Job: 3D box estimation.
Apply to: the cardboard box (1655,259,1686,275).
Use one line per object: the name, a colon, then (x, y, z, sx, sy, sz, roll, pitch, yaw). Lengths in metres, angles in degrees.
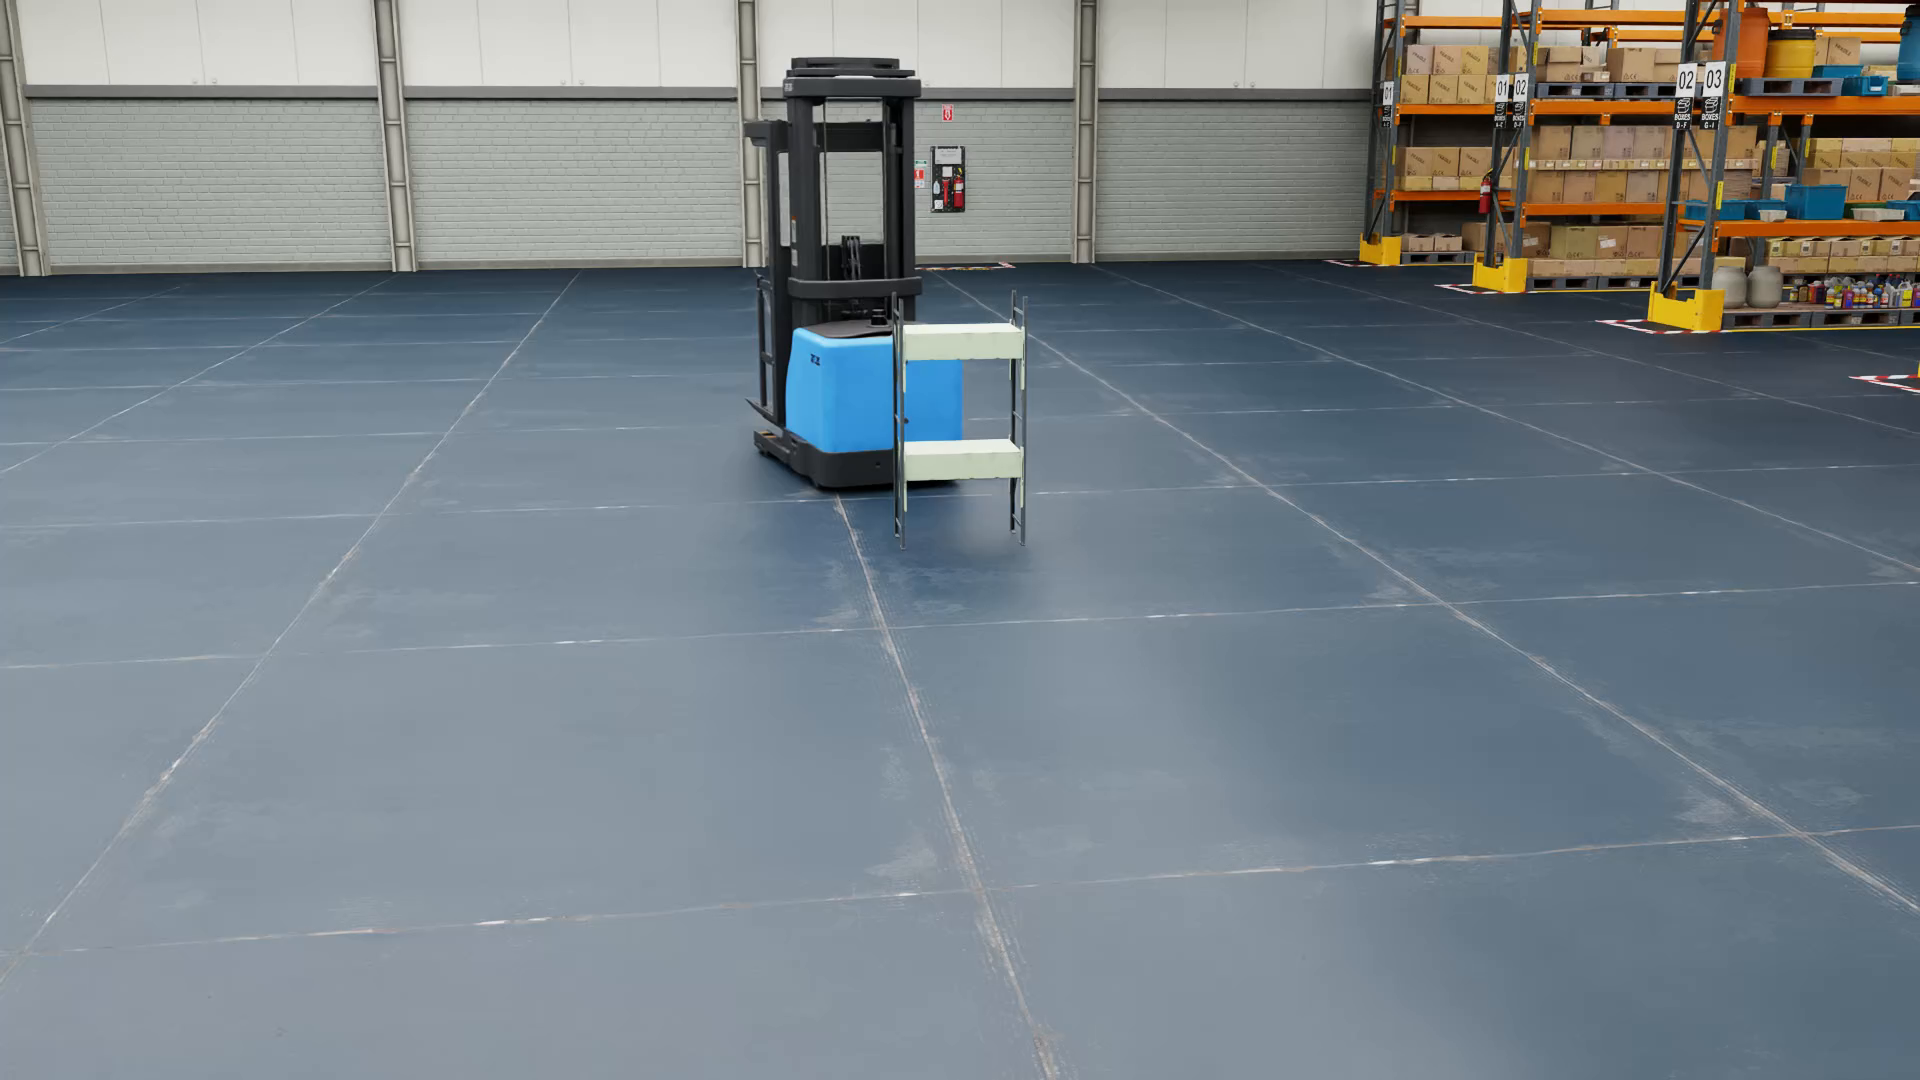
cardboard box: (10.905, -4.262, 25.841, 0.500, 0.250, 0.500, -2, 14, -8)

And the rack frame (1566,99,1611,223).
rack frame: (11.577, -6.691, 30.734, 0.127, 3.000, 1.000, -2, 14, -8)

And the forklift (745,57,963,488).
forklift: (-0.962, -2.093, 12.542, 1.130, 2.935, 3.031, -5, 15, -20)

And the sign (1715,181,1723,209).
sign: (9.175, -4.164, 20.092, 0.005, 0.325, 0.100, -2, 14, -8)

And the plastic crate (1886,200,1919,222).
plastic crate: (11.999, -4.130, 20.830, 0.616, 0.251, 0.499, -2, 14, -8)

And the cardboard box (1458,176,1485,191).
cardboard box: (9.168, -6.463, 30.094, 0.500, 0.250, 0.500, -2, 14, -9)

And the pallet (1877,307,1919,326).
pallet: (12.383, -2.941, 21.514, 1.213, 0.211, 1.003, -2, 14, -8)

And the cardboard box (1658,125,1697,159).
cardboard box: (10.886, -6.123, 25.597, 0.500, 0.500, 0.700, -2, 14, -8)

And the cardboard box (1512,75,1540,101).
cardboard box: (10.070, -8.082, 29.867, 0.500, 0.500, 0.500, -3, 14, -11)

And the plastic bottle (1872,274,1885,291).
plastic bottle: (12.007, -3.300, 21.755, 0.185, 0.351, 0.144, -3, 14, -11)

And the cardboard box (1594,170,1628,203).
cardboard box: (9.838, -5.453, 25.595, 0.500, 0.500, 0.700, -2, 14, -8)

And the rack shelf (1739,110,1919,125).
rack shelf: (14.297, -6.678, 25.995, 4.000, 0.370, 1.077, -2, 14, -8)

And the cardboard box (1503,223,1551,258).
cardboard box: (8.850, -4.679, 25.960, 0.500, 0.500, 0.500, -2, 14, -8)

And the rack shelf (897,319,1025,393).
rack shelf: (-0.007, -1.106, 9.943, 0.720, 0.370, 0.431, -2, 14, -8)

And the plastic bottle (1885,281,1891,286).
plastic bottle: (12.068, -3.234, 21.655, 0.097, 0.271, 0.097, 0, 14, 0)

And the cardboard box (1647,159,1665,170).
cardboard box: (10.564, -5.745, 25.424, 0.250, 0.149, 0.380, -2, 14, -6)

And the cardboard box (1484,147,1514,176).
cardboard box: (9.649, -6.846, 30.078, 0.500, 0.500, 0.500, -2, 14, -7)

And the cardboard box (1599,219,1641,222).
cardboard box: (12.303, -5.722, 31.107, 0.500, 0.500, 0.700, -2, 14, -6)

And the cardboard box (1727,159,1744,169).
cardboard box: (11.837, -5.793, 25.614, 0.250, 0.149, 0.380, -2, 14, -9)

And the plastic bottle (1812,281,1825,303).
plastic bottle: (11.118, -3.207, 21.525, 0.133, 0.283, 0.061, -2, 14, -8)

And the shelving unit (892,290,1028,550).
shelving unit: (-0.007, -0.727, 10.038, 0.755, 1.500, 0.431, -2, 14, -8)

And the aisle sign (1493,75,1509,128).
aisle sign: (8.255, -6.683, 25.361, 0.004, 0.787, 0.394, -2, 14, -8)

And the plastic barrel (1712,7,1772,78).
plastic barrel: (9.559, -6.078, 20.378, 0.708, 0.830, 0.600, -2, 14, -8)

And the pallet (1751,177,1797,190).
pallet: (14.844, -6.691, 31.130, 1.003, 0.211, 1.213, -2, 14, -8)

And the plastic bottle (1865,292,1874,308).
plastic bottle: (11.473, -3.029, 20.982, 0.097, 0.201, 0.097, 0, 14, 0)

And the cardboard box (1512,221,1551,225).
cardboard box: (10.557, -5.644, 30.796, 0.500, 0.500, 0.500, -3, 14, -13)

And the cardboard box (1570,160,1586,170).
cardboard box: (9.291, -5.699, 25.240, 0.250, 0.149, 0.380, -2, 14, -8)

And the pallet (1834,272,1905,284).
pallet: (14.251, -4.228, 26.646, 1.213, 0.211, 1.003, -2, 14, -8)

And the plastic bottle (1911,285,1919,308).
plastic bottle: (12.115, -3.088, 21.048, 0.133, 0.283, 0.061, -1, 14, -5)

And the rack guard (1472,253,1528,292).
rack guard: (8.340, -4.141, 25.706, 0.348, 0.500, 1.175, -2, 14, -8)

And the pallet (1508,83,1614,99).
pallet: (9.067, -6.786, 25.128, 1.213, 0.211, 1.003, -2, 14, -8)

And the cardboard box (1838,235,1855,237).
cardboard box: (14.182, -4.780, 26.752, 0.500, 0.311, 0.500, -2, 14, -9)

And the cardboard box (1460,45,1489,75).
cardboard box: (9.048, -8.527, 29.586, 0.500, 0.500, 0.500, -2, 14, -7)

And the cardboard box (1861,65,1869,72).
cardboard box: (16.520, -8.616, 31.134, 0.500, 0.500, 0.700, -3, 14, -11)

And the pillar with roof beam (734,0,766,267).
pillar with roof beam: (-3.040, -8.219, 24.494, 0.400, 9.000, 9.100, -2, 14, -8)

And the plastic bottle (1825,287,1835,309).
plastic bottle: (10.937, -3.043, 20.895, 0.097, 0.271, 0.097, 0, 14, 0)

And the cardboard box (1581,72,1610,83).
cardboard box: (9.553, -6.959, 25.004, 0.250, 0.149, 0.380, -2, 14, -8)

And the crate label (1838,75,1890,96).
crate label: (10.998, -5.534, 20.261, 0.408, 0.251, 0.502, -2, 14, -8)

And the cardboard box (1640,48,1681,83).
cardboard box: (10.672, -7.247, 25.421, 0.637, 0.503, 0.797, -1, 14, -2)

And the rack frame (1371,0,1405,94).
rack frame: (7.622, -9.456, 29.426, 0.127, 3.000, 1.000, -2, 14, -8)

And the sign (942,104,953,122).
sign: (-0.220, -7.629, 29.712, 0.199, 0.298, 0.001, -2, 14, -8)

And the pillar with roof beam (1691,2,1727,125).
pillar with roof beam: (14.760, -8.871, 27.095, 0.400, 9.000, 9.100, -2, 14, -8)

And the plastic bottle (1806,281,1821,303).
plastic bottle: (11.102, -3.229, 21.628, 0.135, 0.276, 0.152, -2, 14, -8)

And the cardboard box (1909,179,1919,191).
cardboard box: (15.361, -5.615, 26.629, 0.500, 0.311, 0.500, -2, 14, -9)

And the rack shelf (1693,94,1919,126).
rack shelf: (11.076, -5.341, 20.665, 4.000, 0.370, 1.077, -2, 14, -8)

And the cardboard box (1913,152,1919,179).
cardboard box: (18.068, -7.069, 31.383, 0.500, 0.500, 0.500, -2, 14, -8)

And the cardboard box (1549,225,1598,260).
cardboard box: (9.421, -4.573, 25.536, 0.500, 0.500, 0.500, -2, 14, -8)

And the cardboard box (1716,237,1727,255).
cardboard box: (11.814, -4.791, 26.409, 0.500, 0.500, 0.500, -2, 14, -8)

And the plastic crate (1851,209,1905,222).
plastic crate: (11.485, -4.060, 20.786, 0.437, 0.136, 0.530, -2, 14, -8)

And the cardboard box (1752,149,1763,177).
cardboard box: (14.521, -7.051, 31.062, 0.500, 0.500, 0.700, -3, 14, -14)

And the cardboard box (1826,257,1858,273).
cardboard box: (13.772, -4.362, 26.237, 0.500, 0.250, 0.500, -3, 14, -10)

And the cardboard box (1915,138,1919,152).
cardboard box: (18.053, -7.434, 31.297, 0.500, 0.250, 0.500, -2, 14, -7)

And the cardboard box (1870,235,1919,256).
cardboard box: (14.781, -4.670, 26.313, 0.500, 0.311, 0.500, -2, 14, -9)

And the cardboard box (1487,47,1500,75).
cardboard box: (9.536, -8.674, 30.173, 0.500, 0.500, 0.500, -2, 14, -8)
